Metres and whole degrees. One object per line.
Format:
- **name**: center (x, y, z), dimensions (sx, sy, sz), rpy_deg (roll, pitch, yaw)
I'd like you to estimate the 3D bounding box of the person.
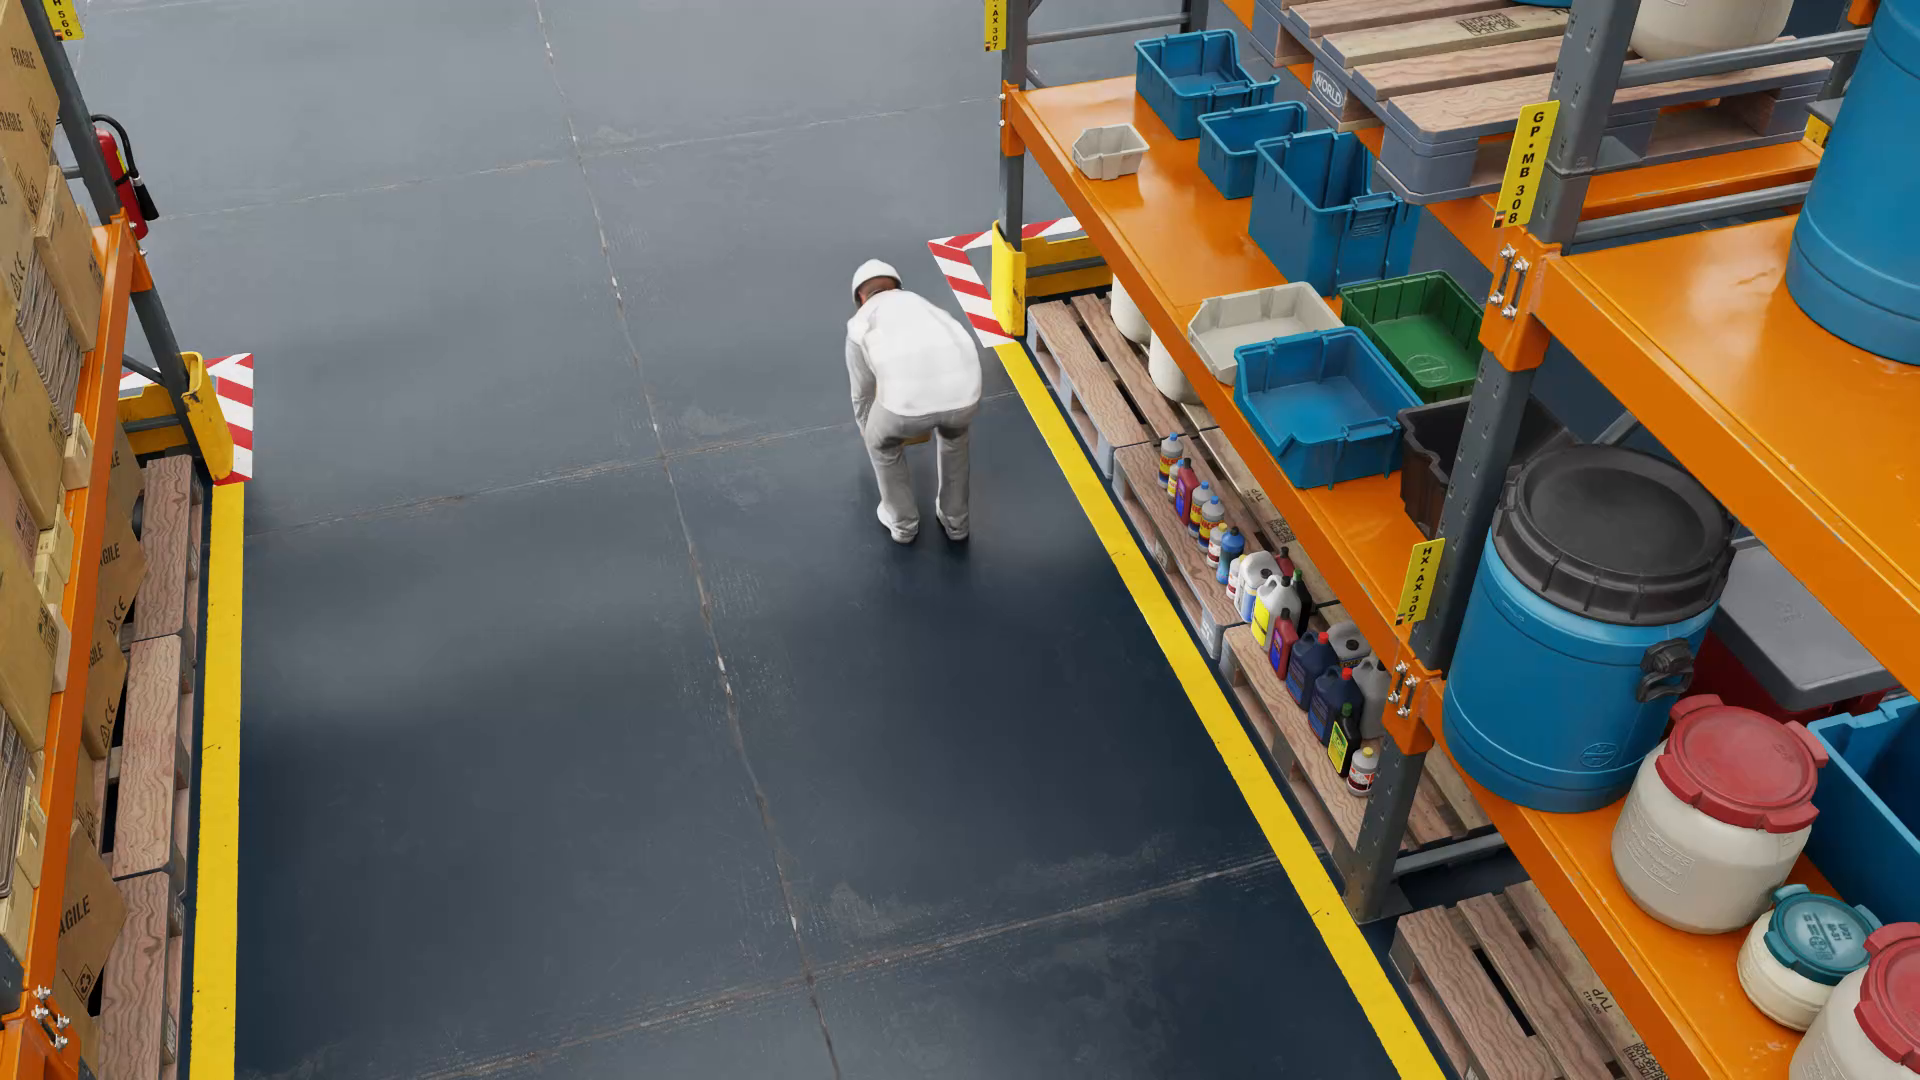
- **person**: center (-0.236, -0.610, 7.322), dimensions (0.466, 1.101, 1.012), rpy_deg (-13, 44, -14)
